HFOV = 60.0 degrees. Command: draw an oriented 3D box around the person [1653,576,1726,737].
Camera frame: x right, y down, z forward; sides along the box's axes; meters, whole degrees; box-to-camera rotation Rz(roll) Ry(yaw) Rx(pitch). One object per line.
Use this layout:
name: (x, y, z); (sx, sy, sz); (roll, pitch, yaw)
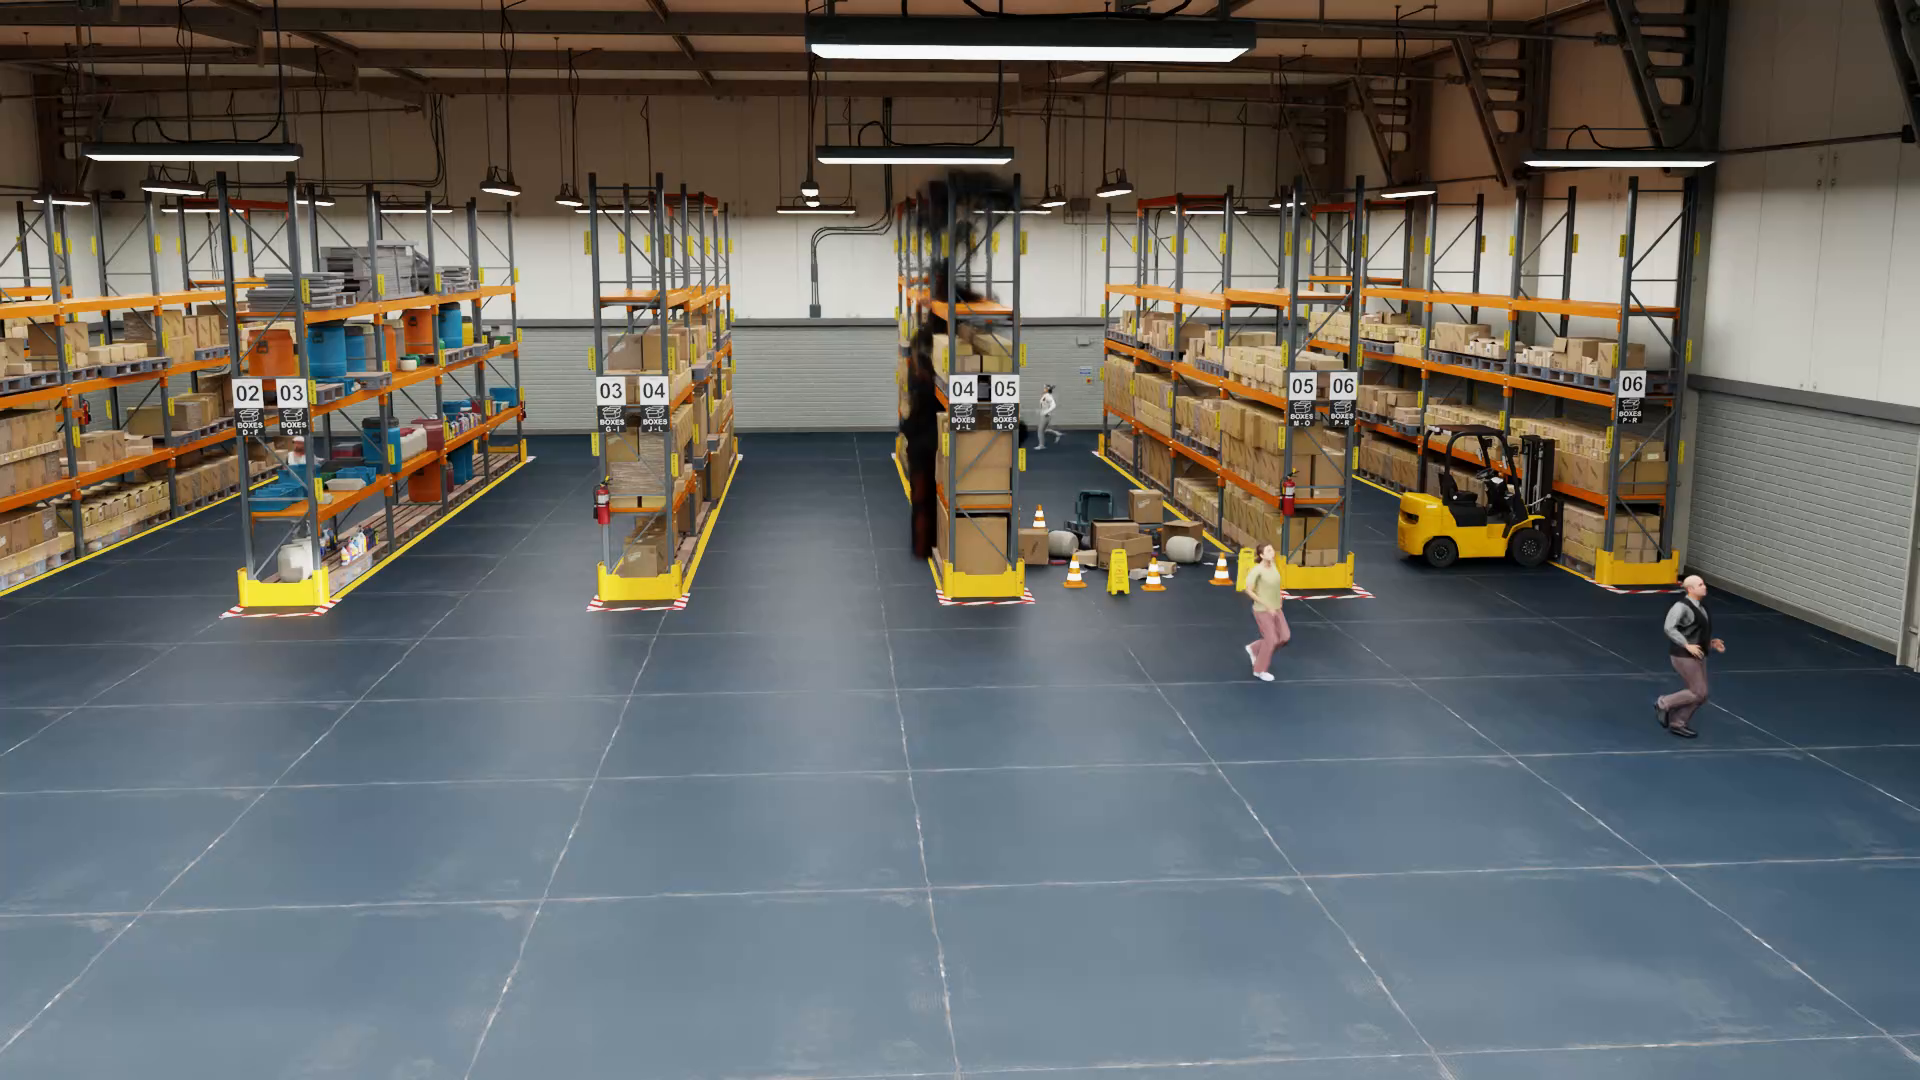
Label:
person: (7.510, 1.193, 17.105); (0.643, 1.676, 0.577); (-10, 14, -43)

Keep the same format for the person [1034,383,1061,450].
person: (2.182, -3.081, 41.400); (0.671, 1.668, 0.630); (-1, 10, -7)

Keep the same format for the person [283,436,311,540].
person: (-11.325, -0.877, 28.534); (0.651, 1.842, 0.767); (-2, 10, -11)

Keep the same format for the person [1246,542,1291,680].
person: (3.574, 0.820, 19.407); (0.584, 1.633, 0.535); (-9, 14, -42)
